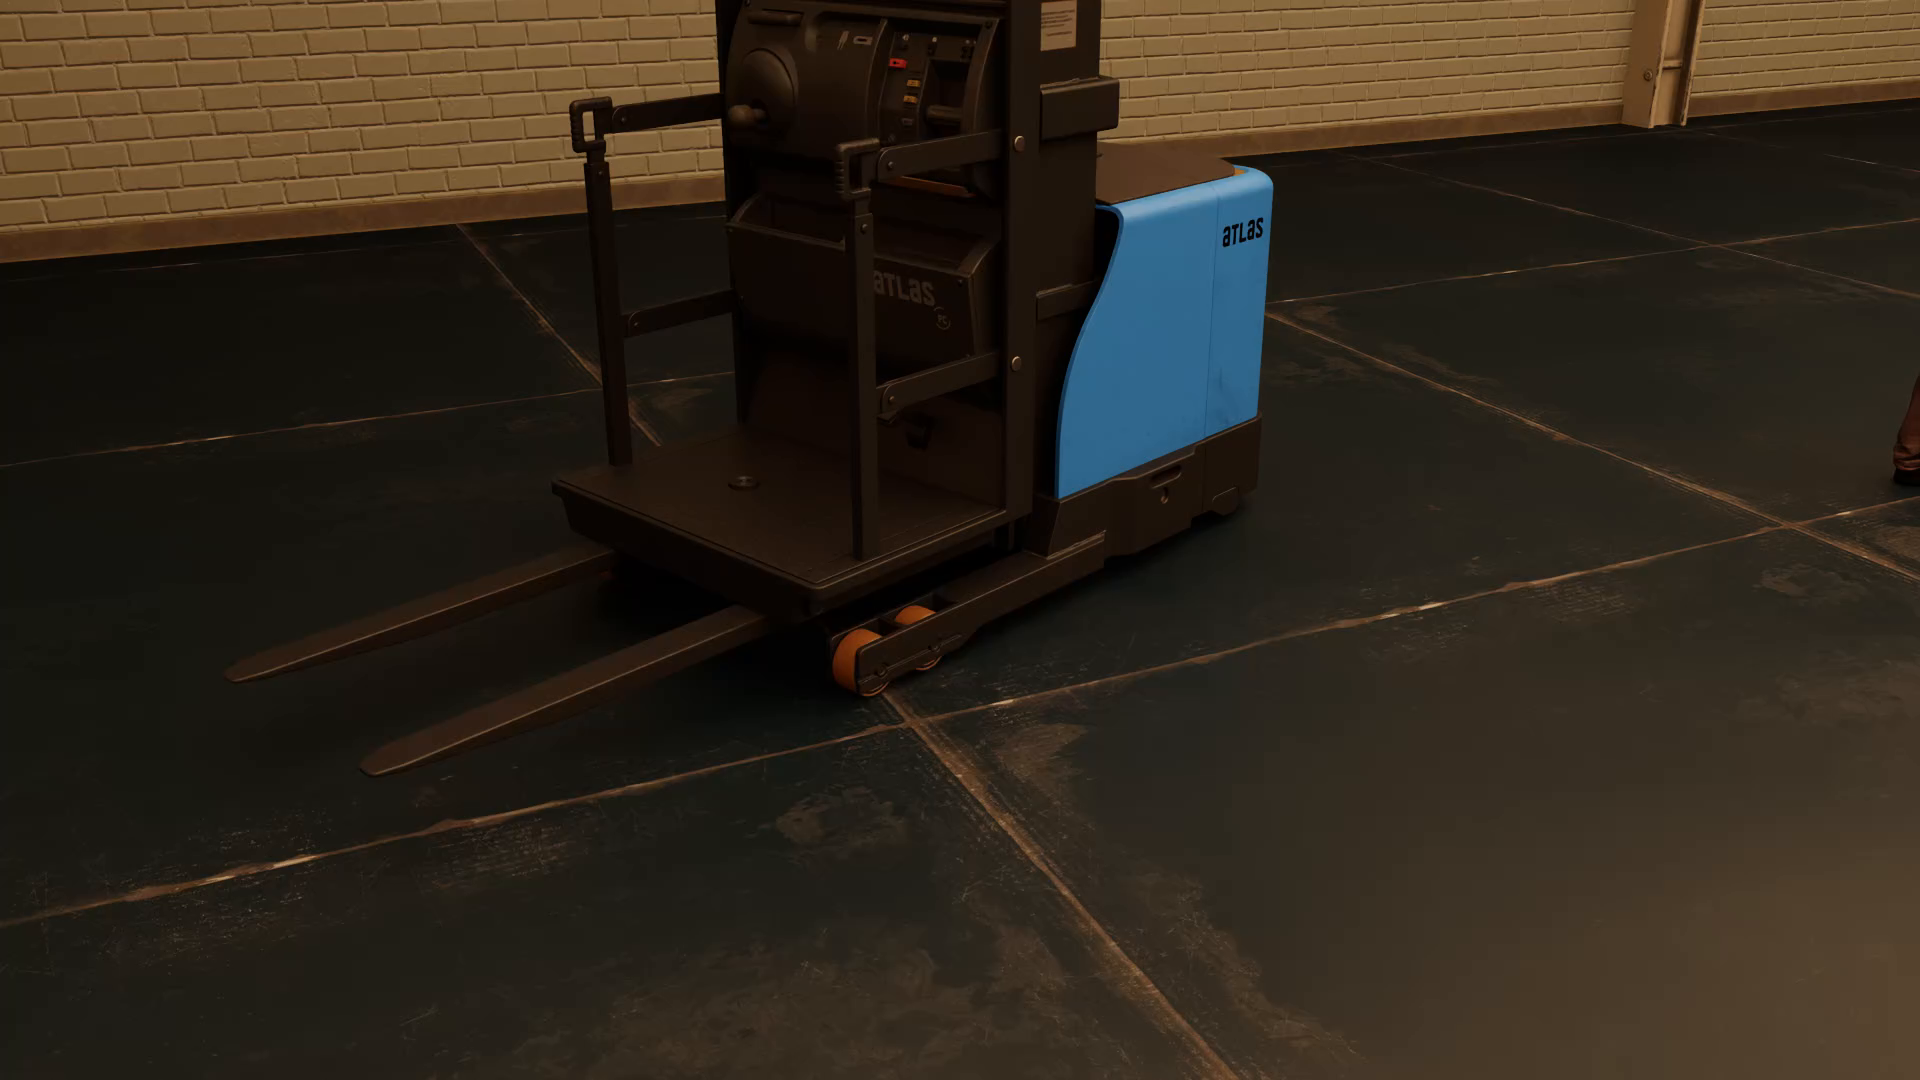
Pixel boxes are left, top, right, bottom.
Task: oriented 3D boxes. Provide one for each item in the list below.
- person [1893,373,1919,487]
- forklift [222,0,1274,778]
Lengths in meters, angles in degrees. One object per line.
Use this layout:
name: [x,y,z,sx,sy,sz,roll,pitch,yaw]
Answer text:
person: [3.231,-0.949,5.152,0.427,1.719,0.583,-3,23,-8]
forklift: [-0.413,-1.182,4.131,1.130,2.935,3.031,19,29,39]
